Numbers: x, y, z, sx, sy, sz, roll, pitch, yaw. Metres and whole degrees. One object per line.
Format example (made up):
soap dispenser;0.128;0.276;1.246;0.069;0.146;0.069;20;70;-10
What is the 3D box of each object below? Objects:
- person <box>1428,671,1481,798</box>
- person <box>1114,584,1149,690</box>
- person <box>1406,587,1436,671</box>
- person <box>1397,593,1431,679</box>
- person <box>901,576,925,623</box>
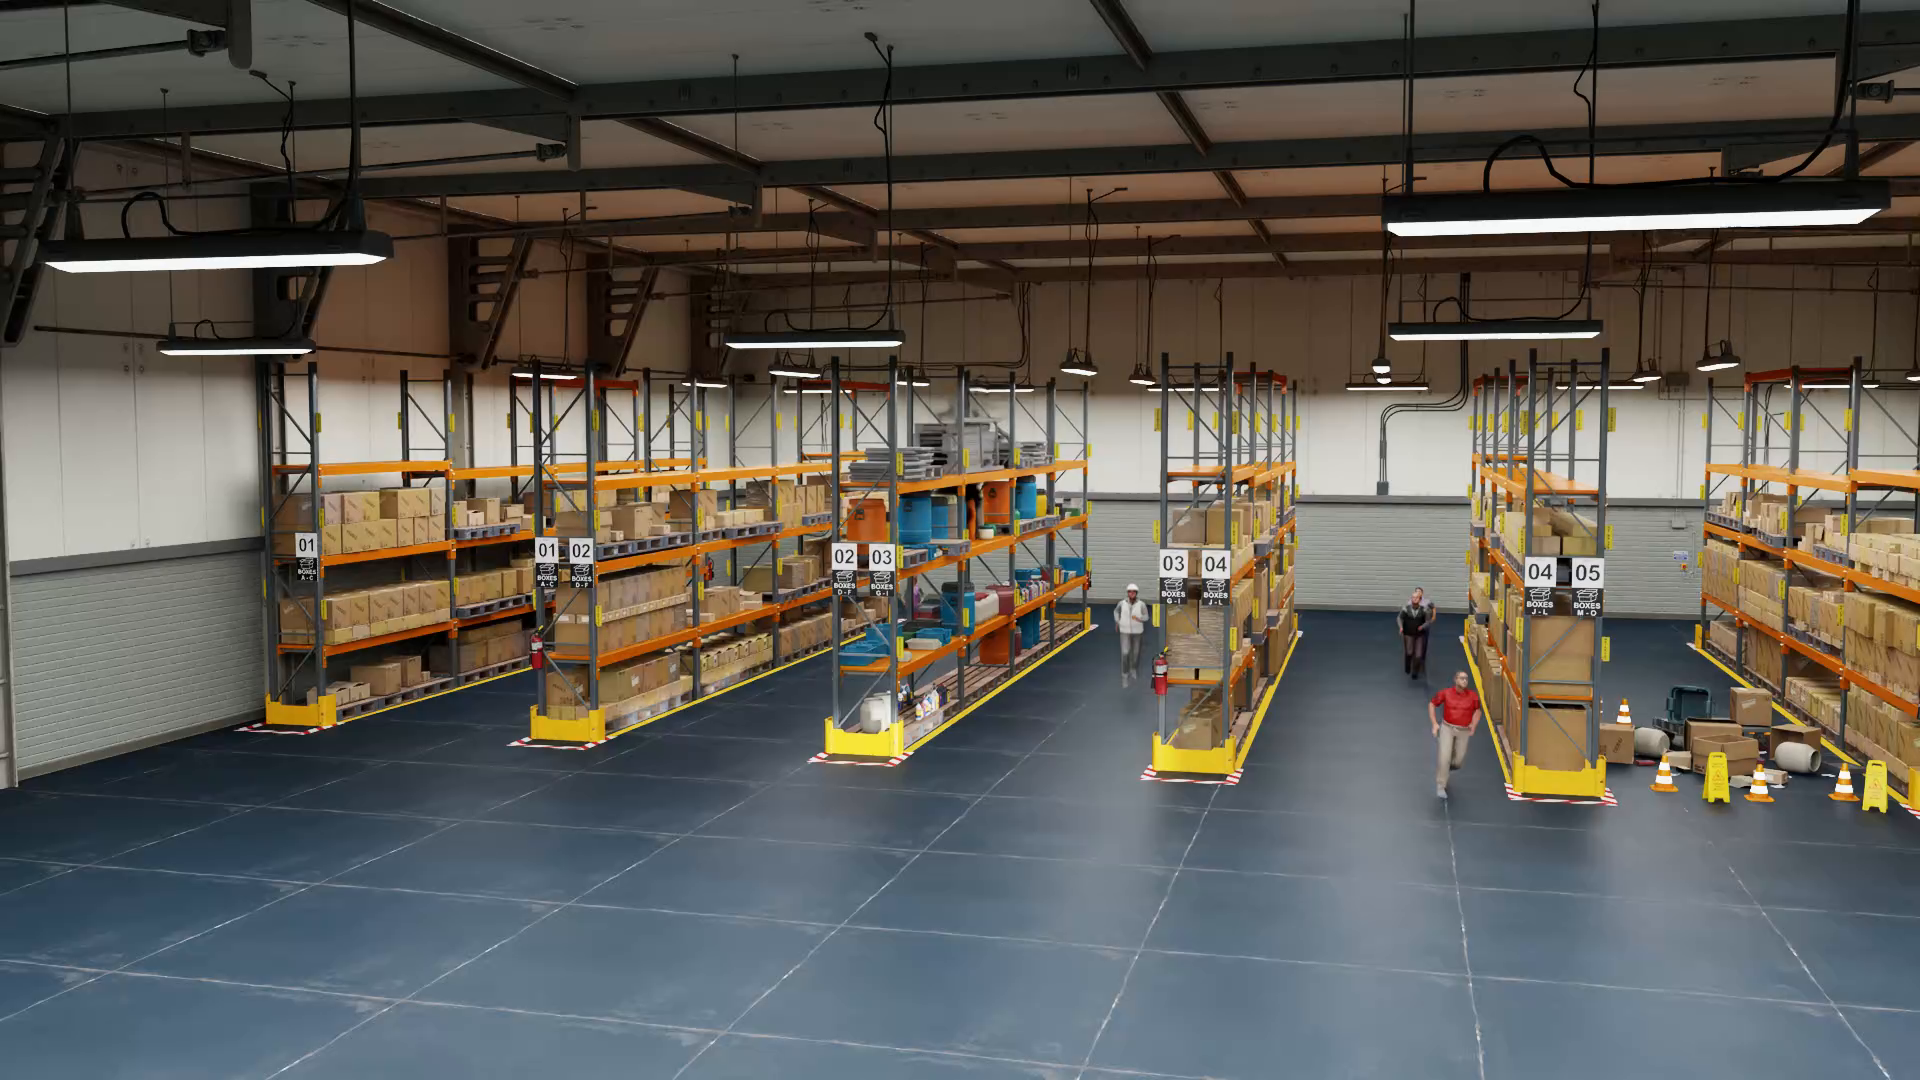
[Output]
person;6.686;2.606;22.486;0.702;1.697;0.682;0;4;4
person;3.099;1.735;30.104;0.624;1.892;0.726;0;4;4
person;9.414;1.799;34.061;0.608;1.670;0.894;1;4;19
person;8.867;1.881;32.469;0.650;1.679;0.566;1;4;13
person;-1.063;1.580;37.816;0.544;1.582;0.653;0;4;6
